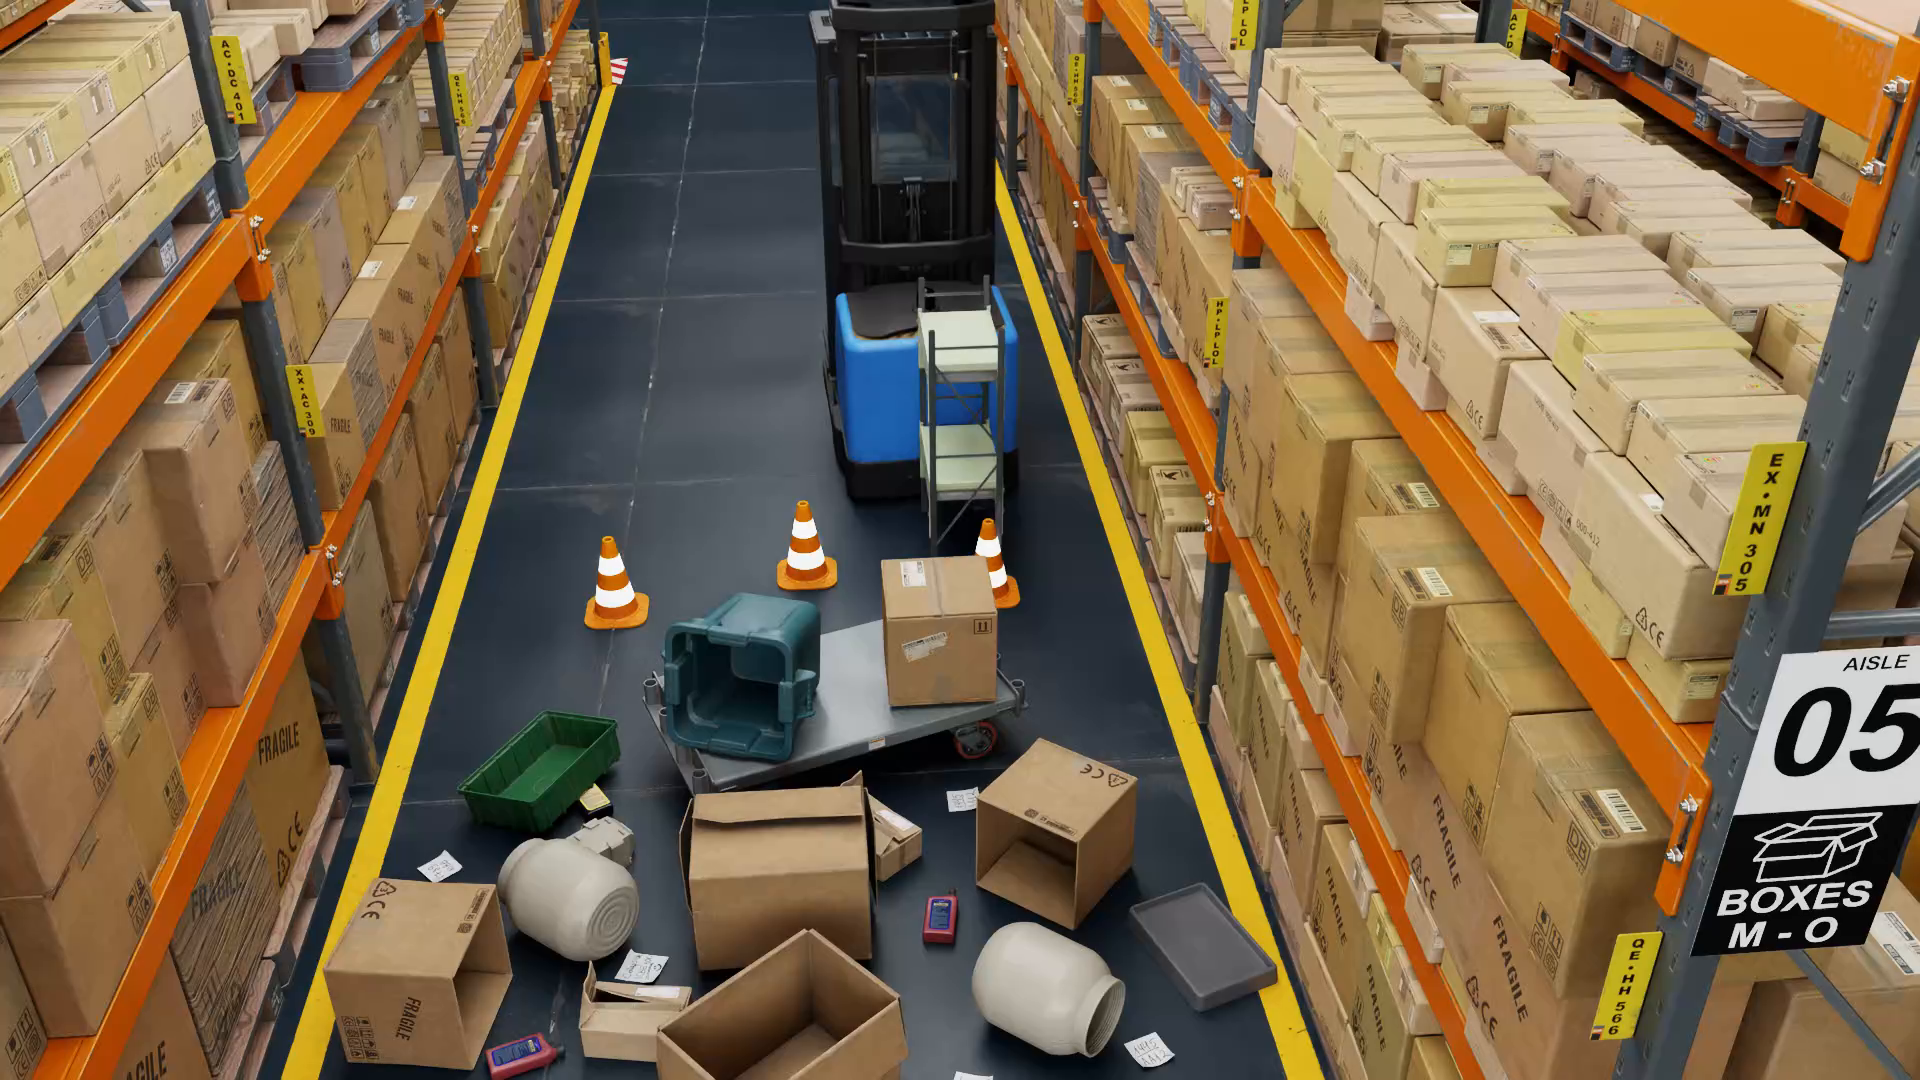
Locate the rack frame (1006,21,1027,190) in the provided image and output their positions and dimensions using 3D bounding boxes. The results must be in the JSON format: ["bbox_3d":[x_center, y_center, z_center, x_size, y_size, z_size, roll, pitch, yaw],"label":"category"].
[{"bbox_3d":[0.920,-4.511,14.377,1.000,3.000,0.127,-3,31,-5],"label":"rack frame"}]

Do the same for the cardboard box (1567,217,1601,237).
[{"bbox_3d":[2.121,-0.788,5.074,0.500,0.250,0.500,-2,31,-4],"label":"cardboard box"}]

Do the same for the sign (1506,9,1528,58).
[{"bbox_3d":[2.207,-1.966,6.687,0.100,0.325,0.005,-3,31,-5],"label":"sign"}]

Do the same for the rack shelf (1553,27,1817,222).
[{"bbox_3d":[6.048,-3.421,13.253,1.077,0.370,4.000,-3,31,-5],"label":"rack shelf"}]

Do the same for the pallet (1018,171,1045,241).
[{"bbox_3d":[1.067,-2.923,14.439,1.003,0.211,1.213,-3,31,-5],"label":"pallet"}]

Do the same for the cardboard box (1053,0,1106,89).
[{"bbox_3d":[0.929,-3.454,11.535,0.500,0.500,0.500,-2,31,-4],"label":"cardboard box"}]

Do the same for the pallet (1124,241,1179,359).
[{"bbox_3d":[1.519,-1.378,9.318,1.003,0.211,1.213,-3,31,-5],"label":"pallet"}]

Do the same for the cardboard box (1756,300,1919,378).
[{"bbox_3d":[2.260,-0.488,4.184,0.380,0.149,0.250,-3,31,-5],"label":"cardboard box"}]

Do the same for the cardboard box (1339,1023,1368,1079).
[{"bbox_3d":[1.657,1.951,5.830,0.500,0.250,0.500,-3,31,-4],"label":"cardboard box"}]

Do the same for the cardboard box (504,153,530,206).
[{"bbox_3d":[-3.580,-2.751,12.727,0.500,0.250,0.500,-4,31,-7],"label":"cardboard box"}]

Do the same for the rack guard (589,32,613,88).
[{"bbox_3d":[-4.366,-5.152,17.889,1.175,0.500,0.348,-3,31,-5],"label":"rack guard"}]

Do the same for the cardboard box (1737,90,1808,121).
[{"bbox_3d":[5.792,-3.098,11.847,0.380,0.149,0.250,-2,31,-4],"label":"cardboard box"}]

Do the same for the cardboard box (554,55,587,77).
[{"bbox_3d":[-3.913,-4.691,16.469,0.380,0.149,0.250,-2,31,-3],"label":"cardboard box"}]

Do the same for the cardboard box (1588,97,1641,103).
[{"bbox_3d":[5.733,-3.803,14.587,0.380,0.149,0.250,-4,31,-6],"label":"cardboard box"}]

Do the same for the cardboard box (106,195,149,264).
[{"bbox_3d":[-2.826,-0.979,5.277,0.380,0.149,0.250,-3,31,-4],"label":"cardboard box"}]

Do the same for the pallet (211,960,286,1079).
[{"bbox_3d":[-3.142,2.076,6.069,1.003,0.211,1.213,-3,31,-5],"label":"pallet"}]

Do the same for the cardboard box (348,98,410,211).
[{"bbox_3d":[-3.545,-2.164,9.376,0.700,0.500,0.500,-3,31,-5],"label":"cardboard box"}]

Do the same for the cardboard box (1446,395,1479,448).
[{"bbox_3d":[1.637,-0.388,4.794,0.380,0.149,0.250,-4,31,-6],"label":"cardboard box"}]

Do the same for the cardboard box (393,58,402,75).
[{"bbox_3d":[-4.272,-3.401,12.064,0.380,0.149,0.250,-3,31,-6],"label":"cardboard box"}]

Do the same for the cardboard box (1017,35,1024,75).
[{"bbox_3d":[0.748,-3.945,13.576,0.500,0.250,0.500,-3,31,-6],"label":"cardboard box"}]

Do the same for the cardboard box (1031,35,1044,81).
[{"bbox_3d":[0.827,-3.641,12.580,0.500,0.250,0.500,-4,31,-6],"label":"cardboard box"}]

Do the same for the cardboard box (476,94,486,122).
[{"bbox_3d":[-3.571,-3.039,11.748,0.380,0.149,0.250,-2,31,-3],"label":"cardboard box"}]

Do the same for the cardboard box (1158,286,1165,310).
[{"bbox_3d":[1.263,-1.270,8.787,0.380,0.149,0.250,-3,31,-5],"label":"cardboard box"}]

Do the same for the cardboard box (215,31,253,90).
[{"bbox_3d":[-3.060,-1.911,6.723,0.258,0.266,0.396,-3,31,-5],"label":"cardboard box"}]

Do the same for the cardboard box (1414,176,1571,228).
[{"bbox_3d":[1.599,-0.983,5.012,0.380,0.149,0.250,-2,31,-4],"label":"cardboard box"}]

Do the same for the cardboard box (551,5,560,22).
[{"bbox_3d":[-3.853,-4.808,15.118,0.380,0.149,0.250,-2,31,-4],"label":"cardboard box"}]

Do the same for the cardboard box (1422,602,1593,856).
[{"bbox_3d":[1.736,0.507,4.614,0.700,0.500,0.500,-2,31,-4],"label":"cardboard box"}]

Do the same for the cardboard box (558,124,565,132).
[{"bbox_3d":[-3.887,-3.767,15.503,0.380,0.149,0.250,-3,31,-6],"label":"cardboard box"}]

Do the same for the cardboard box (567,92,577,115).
[{"bbox_3d":[-3.871,-4.166,15.879,0.380,0.149,0.250,-3,31,-5],"label":"cardboard box"}]

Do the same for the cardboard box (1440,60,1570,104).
[{"bbox_3d":[2.015,-1.668,6.160,0.380,0.149,0.250,-3,31,-6],"label":"cardboard box"}]

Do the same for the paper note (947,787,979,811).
[{"bbox_3d":[0.018,1.200,7.710,0.148,0.019,0.142,-3,31,-5],"label":"paper note"}]

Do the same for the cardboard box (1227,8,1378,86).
[{"bbox_3d":[1.468,-2.121,7.188,0.500,0.250,0.500,-3,31,-6],"label":"cardboard box"}]

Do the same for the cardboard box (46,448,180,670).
[{"bbox_3d":[-3.171,0.082,5.489,0.875,0.550,0.550,-3,31,-5],"label":"cardboard box"}]

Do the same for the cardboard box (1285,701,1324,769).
[{"bbox_3d":[1.483,0.754,6.471,0.380,0.149,0.250,-1,31,-2],"label":"cardboard box"}]

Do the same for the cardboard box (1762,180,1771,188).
[{"bbox_3d":[6.462,-2.779,12.872,0.380,0.149,0.250,-4,31,-7],"label":"cardboard box"}]

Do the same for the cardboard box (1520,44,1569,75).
[{"bbox_3d":[5.588,-4.615,16.579,0.700,0.500,0.500,-4,31,-6],"label":"cardboard box"}]

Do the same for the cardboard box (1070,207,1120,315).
[{"bbox_3d":[1.312,-2.093,11.992,0.875,0.875,0.875,-3,31,-5],"label":"cardboard box"}]

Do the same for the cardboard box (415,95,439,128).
[{"bbox_3d":[-3.476,-2.755,10.693,0.380,0.149,0.250,-3,31,-5],"label":"cardboard box"}]

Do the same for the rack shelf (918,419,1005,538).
[{"bbox_3d":[0.001,-0.361,9.527,0.431,0.370,0.720,-3,31,-5],"label":"rack shelf"}]

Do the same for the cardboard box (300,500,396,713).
[{"bbox_3d":[-3.399,0.335,8.048,1.050,0.750,0.750,-3,31,-5],"label":"cardboard box"}]

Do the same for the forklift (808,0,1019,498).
[{"bbox_3d":[-0.355,-2.246,10.652,1.130,2.935,3.031,-4,31,-7],"label":"forklift"}]

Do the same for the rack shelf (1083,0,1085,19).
[{"bbox_3d":[1.107,-4.469,12.083,1.077,0.370,4.000,-3,31,-5],"label":"rack shelf"}]

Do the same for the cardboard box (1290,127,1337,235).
[{"bbox_3d":[1.493,-1.277,5.894,0.500,0.250,0.500,-3,31,-5],"label":"cardboard box"}]

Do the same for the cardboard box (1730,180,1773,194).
[{"bbox_3d":[5.900,-2.609,12.588,0.380,0.149,0.250,-4,31,-6],"label":"cardboard box"}]

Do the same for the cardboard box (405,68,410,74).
[{"bbox_3d":[-4.293,-3.405,12.361,0.380,0.149,0.250,-3,31,-5],"label":"cardboard box"}]

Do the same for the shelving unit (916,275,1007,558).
[{"bbox_3d":[0.001,-0.640,9.360,0.431,1.500,0.755,-3,31,-5],"label":"shelving unit"}]

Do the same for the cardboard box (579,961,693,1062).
[{"bbox_3d":[-1.257,1.825,6.435,0.396,0.266,0.258,2,31,4],"label":"cardboard box"}]

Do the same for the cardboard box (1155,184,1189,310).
[{"bbox_3d":[1.306,-1.519,8.571,0.500,0.500,0.500,-2,31,-3],"label":"cardboard box"}]

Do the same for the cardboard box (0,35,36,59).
[{"bbox_3d":[-9.013,-4.105,15.359,0.875,0.875,0.875,-3,31,-5],"label":"cardboard box"}]

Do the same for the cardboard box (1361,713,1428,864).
[{"bbox_3d":[1.630,0.670,5.316,0.500,0.500,0.500,-3,31,-5],"label":"cardboard box"}]

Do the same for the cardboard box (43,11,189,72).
[{"bbox_3d":[-2.900,-1.712,5.726,0.380,0.149,0.250,-3,31,-5],"label":"cardboard box"}]

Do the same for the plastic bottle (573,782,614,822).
[{"bbox_3d":[-1.723,1.193,7.694,0.133,0.061,0.283,-20,36,-30],"label":"plastic bottle"}]

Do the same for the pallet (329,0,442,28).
[{"bbox_3d":[-3.513,-3.060,9.208,1.213,0.211,1.003,-1,31,-2],"label":"pallet"}]

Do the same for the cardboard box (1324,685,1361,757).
[{"bbox_3d":[1.539,0.638,6.001,0.380,0.149,0.250,-3,31,-5],"label":"cardboard box"}]

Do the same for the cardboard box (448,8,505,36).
[{"bbox_3d":[-3.694,-3.951,12.695,0.380,0.149,0.250,-3,31,-5],"label":"cardboard box"}]

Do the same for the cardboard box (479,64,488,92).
[{"bbox_3d":[-3.593,-3.294,11.885,0.380,0.149,0.250,-3,31,-5],"label":"cardboard box"}]
